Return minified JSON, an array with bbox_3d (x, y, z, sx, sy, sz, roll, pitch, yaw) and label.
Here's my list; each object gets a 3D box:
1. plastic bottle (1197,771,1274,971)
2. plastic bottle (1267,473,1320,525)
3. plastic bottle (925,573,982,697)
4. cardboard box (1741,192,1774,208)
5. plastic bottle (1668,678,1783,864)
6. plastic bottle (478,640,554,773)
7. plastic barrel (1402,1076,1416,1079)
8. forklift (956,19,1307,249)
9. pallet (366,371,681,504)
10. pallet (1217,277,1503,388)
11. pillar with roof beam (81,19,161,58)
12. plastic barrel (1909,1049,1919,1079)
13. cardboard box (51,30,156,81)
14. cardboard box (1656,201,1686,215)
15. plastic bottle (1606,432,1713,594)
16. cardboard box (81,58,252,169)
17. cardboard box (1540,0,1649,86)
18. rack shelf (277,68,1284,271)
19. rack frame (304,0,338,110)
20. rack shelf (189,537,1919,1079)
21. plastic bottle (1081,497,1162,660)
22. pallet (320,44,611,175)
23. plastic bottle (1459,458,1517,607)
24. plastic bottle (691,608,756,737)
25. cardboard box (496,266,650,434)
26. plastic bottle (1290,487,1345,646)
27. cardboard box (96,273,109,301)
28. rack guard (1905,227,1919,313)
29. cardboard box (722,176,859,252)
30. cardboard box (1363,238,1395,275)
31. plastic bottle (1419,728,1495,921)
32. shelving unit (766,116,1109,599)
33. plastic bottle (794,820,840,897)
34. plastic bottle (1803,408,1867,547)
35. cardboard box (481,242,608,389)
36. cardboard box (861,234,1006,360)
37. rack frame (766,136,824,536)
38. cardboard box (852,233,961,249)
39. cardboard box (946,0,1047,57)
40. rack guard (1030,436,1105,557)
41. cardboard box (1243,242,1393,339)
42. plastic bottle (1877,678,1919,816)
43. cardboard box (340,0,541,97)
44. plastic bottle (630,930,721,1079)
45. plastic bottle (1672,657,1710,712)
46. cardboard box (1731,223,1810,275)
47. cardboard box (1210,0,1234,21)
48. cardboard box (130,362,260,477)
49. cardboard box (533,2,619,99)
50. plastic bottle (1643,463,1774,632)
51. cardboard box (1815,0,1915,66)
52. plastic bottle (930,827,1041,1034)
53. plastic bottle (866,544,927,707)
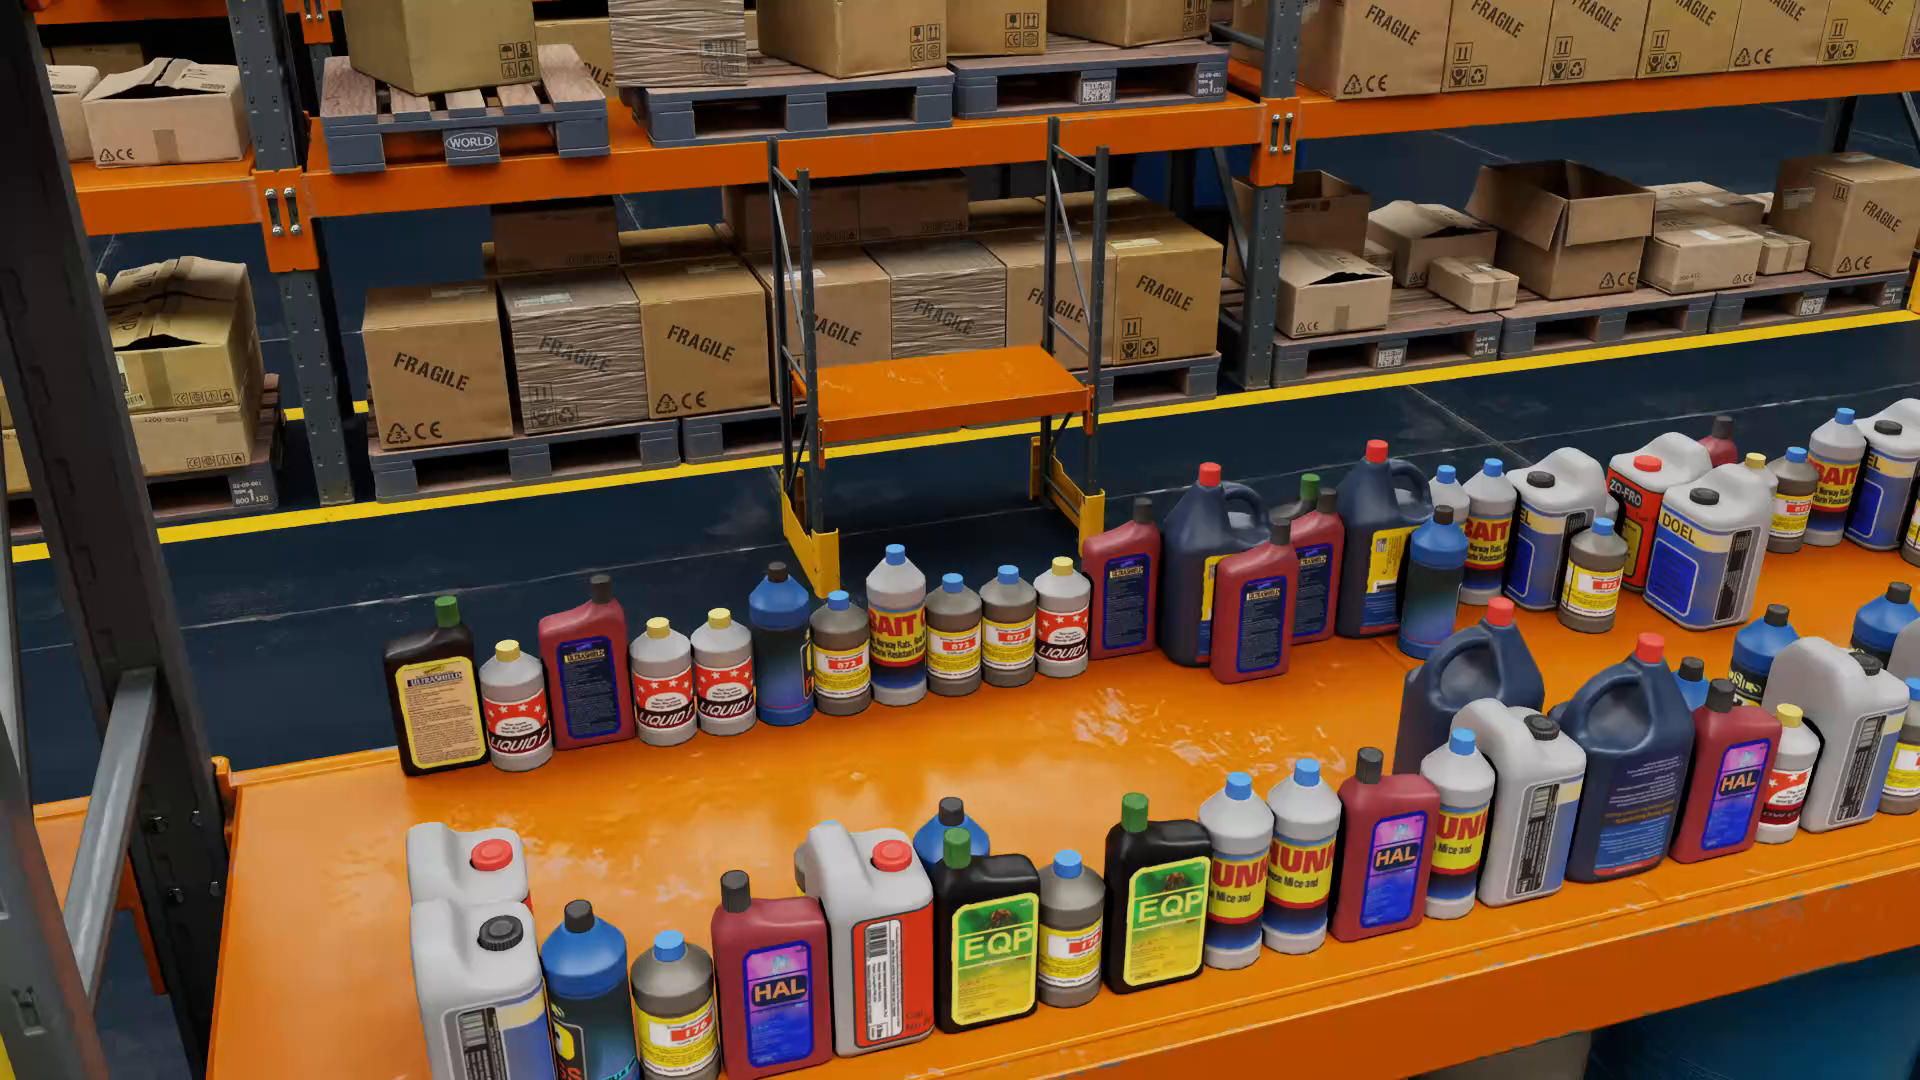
[{"bbox_3d":[0.354,0.423,2.169,0.097,0.271,0.097,0,26,0],"label":"plastic bottle"},{"bbox_3d":[0.580,0.022,2.964,0.133,0.283,0.061,-8,28,-16],"label":"plastic bottle"},{"bbox_3d":[-0.012,0.153,2.792,0.097,0.201,0.097,0,26,0],"label":"plastic bottle"},{"bbox_3d":[4.510,-1.797,9.208,0.250,0.149,0.380,-8,28,-16],"label":"cardboard box"},{"bbox_3d":[1.085,0.321,2.362,0.133,0.283,0.061,-8,28,-16],"label":"plastic bottle"},{"bbox_3d":[-0.694,0.252,2.593,0.097,0.201,0.097,0,26,0],"label":"plastic bottle"},{"bbox_3d":[0.472,1.069,2.963,0.708,0.588,0.600,-8,28,-16],"label":"plastic barrel"},{"bbox_3d":[0.394,-3.039,9.076,3.031,2.935,1.130,-6,27,-11],"label":"forklift"},{"bbox_3d":[-1.871,-0.526,7.072,1.213,0.211,1.003,-8,28,-16],"label":"pallet"},{"bbox_3d":[1.864,-1.084,8.196,1.213,0.211,1.003,-8,28,-16],"label":"pallet"},{"bbox_3d":[-4.301,-4.835,5.870,0.400,9.000,9.100,-8,28,-16],"label":"pillar with roof beam"},{"bbox_3d":[2.219,0.676,3.403,0.708,0.901,0.600,-8,28,-16],"label":"plastic barrel"},{"bbox_3d":[-5.360,-3.022,10.437,0.500,0.250,0.500,-8,27,-15],"label":"cardboard box"},{"bbox_3d":[3.459,-1.662,8.823,0.500,0.250,0.500,-8,28,-16],"label":"cardboard box"},{"bbox_3d":[1.303,-0.058,3.133,0.135,0.276,0.152,-8,28,-16],"label":"plastic bottle"},{"bbox_3d":[-2.952,-1.616,6.233,0.500,0.311,0.500,-7,27,-13],"label":"cardboard box"},{"bbox_3d":[2.742,-2.378,7.555,0.500,0.500,0.500,-8,28,-16],"label":"cardboard box"},{"bbox_3d":[-0.691,-1.641,6.991,4.000,0.370,1.077,-8,28,-16],"label":"rack shelf"},{"bbox_3d":[-4.130,-3.782,10.495,0.127,3.000,1.000,-8,28,-16],"label":"rack frame"},{"bbox_3d":[0.840,0.454,2.772,4.000,0.370,1.077,-8,28,-16],"label":"rack shelf"},{"bbox_3d":[0.277,0.066,2.876,0.133,0.283,0.061,-8,28,-16],"label":"plastic bottle"},{"bbox_3d":[-1.970,-1.725,6.567,1.003,0.211,1.213,-8,28,-16],"label":"pallet"},{"bbox_3d":[0.963,-0.020,3.061,0.097,0.271,0.097,0,26,0],"label":"plastic bottle"},{"bbox_3d":[-0.382,0.206,2.684,0.097,0.201,0.097,0,26,0],"label":"plastic bottle"},{"bbox_3d":[-1.575,-0.782,6.768,0.500,0.500,0.500,-9,28,-18],"label":"cardboard box"},{"bbox_3d":[0.599,0.048,2.912,0.133,0.283,0.061,-8,28,-16],"label":"plastic bottle"},{"bbox_3d":[-3.678,-0.872,6.622,0.500,0.311,0.500,-9,28,-17],"label":"cardboard box"},{"bbox_3d":[4.942,-1.659,9.030,0.348,0.500,1.175,-8,28,-16],"label":"rack guard"},{"bbox_3d":[-0.752,-1.481,7.334,0.500,0.250,0.500,-9,28,-17],"label":"cardboard box"},{"bbox_3d":[2.003,-1.434,8.477,0.250,0.149,0.380,-8,28,-16],"label":"cardboard box"},{"bbox_3d":[0.666,0.378,2.260,0.097,0.271,0.097,0,26,0],"label":"plastic bottle"},{"bbox_3d":[-0.072,-0.661,5.895,1.083,1.500,0.587,-8,28,-16],"label":"shelving unit"},{"bbox_3d":[-0.167,0.459,2.175,0.097,0.201,0.097,0,26,0],"label":"plastic bottle"},{"bbox_3d":[1.716,-0.129,3.281,0.097,0.271,0.097,0,26,0],"label":"plastic bottle"},{"bbox_3d":[-1.776,-0.993,7.194,0.500,0.500,0.500,-7,27,-14],"label":"cardboard box"},{"bbox_3d":[-0.119,-0.994,7.195,0.500,0.500,0.500,-8,27,-15],"label":"cardboard box"},{"bbox_3d":[-0.564,-0.590,5.752,0.032,1.500,0.500,-8,28,-16],"label":"rack frame"},{"bbox_3d":[-0.306,-1.209,7.628,0.500,0.500,0.500,-8,27,-15],"label":"cardboard box"},{"bbox_3d":[0.057,-2.379,7.085,0.500,0.500,0.700,-4,27,-8],"label":"cardboard box"},{"bbox_3d":[0.401,-0.170,6.311,0.087,0.250,0.587,-8,28,-16],"label":"rack guard"},{"bbox_3d":[1.677,-1.198,7.818,0.500,0.311,0.500,-8,28,-16],"label":"cardboard box"},{"bbox_3d":[1.410,0.302,2.492,0.097,0.201,0.097,0,26,0],"label":"plastic bottle"},{"bbox_3d":[-2.029,-2.055,6.432,0.500,0.500,0.700,-19,32,-33],"label":"cardboard box"},{"bbox_3d":[-0.339,0.555,1.982,0.097,0.201,0.097,0,26,0],"label":"plastic bottle"},{"bbox_3d":[1.044,0.295,2.427,0.097,0.271,0.097,0,26,0],"label":"plastic bottle"},{"bbox_3d":[4.161,-1.521,8.632,0.250,0.166,0.380,-8,28,-16],"label":"cardboard box"},{"bbox_3d":[1.938,-4.066,12.676,0.250,0.149,0.380,-8,27,-15],"label":"cardboard box"},{"bbox_3d":[-3.017,-0.469,6.441,0.500,0.250,0.500,-8,27,-15],"label":"cardboard box"},{"bbox_3d":[-2.555,-3.171,11.209,0.750,0.750,0.750,-8,28,-16],"label":"cardboard box"},{"bbox_3d":[1.350,0.006,3.004,0.135,0.276,0.152,-8,28,-16],"label":"plastic bottle"},{"bbox_3d":[4.180,-2.585,7.971,0.500,0.500,0.500,-8,28,-16],"label":"cardboard box"},{"bbox_3d":[0.031,0.473,2.054,0.133,0.283,0.061,-8,28,-16],"label":"plastic bottle"},{"bbox_3d":[-0.105,0.135,2.750,0.097,0.271,0.097,0,26,0],"label":"plastic bottle"}]
